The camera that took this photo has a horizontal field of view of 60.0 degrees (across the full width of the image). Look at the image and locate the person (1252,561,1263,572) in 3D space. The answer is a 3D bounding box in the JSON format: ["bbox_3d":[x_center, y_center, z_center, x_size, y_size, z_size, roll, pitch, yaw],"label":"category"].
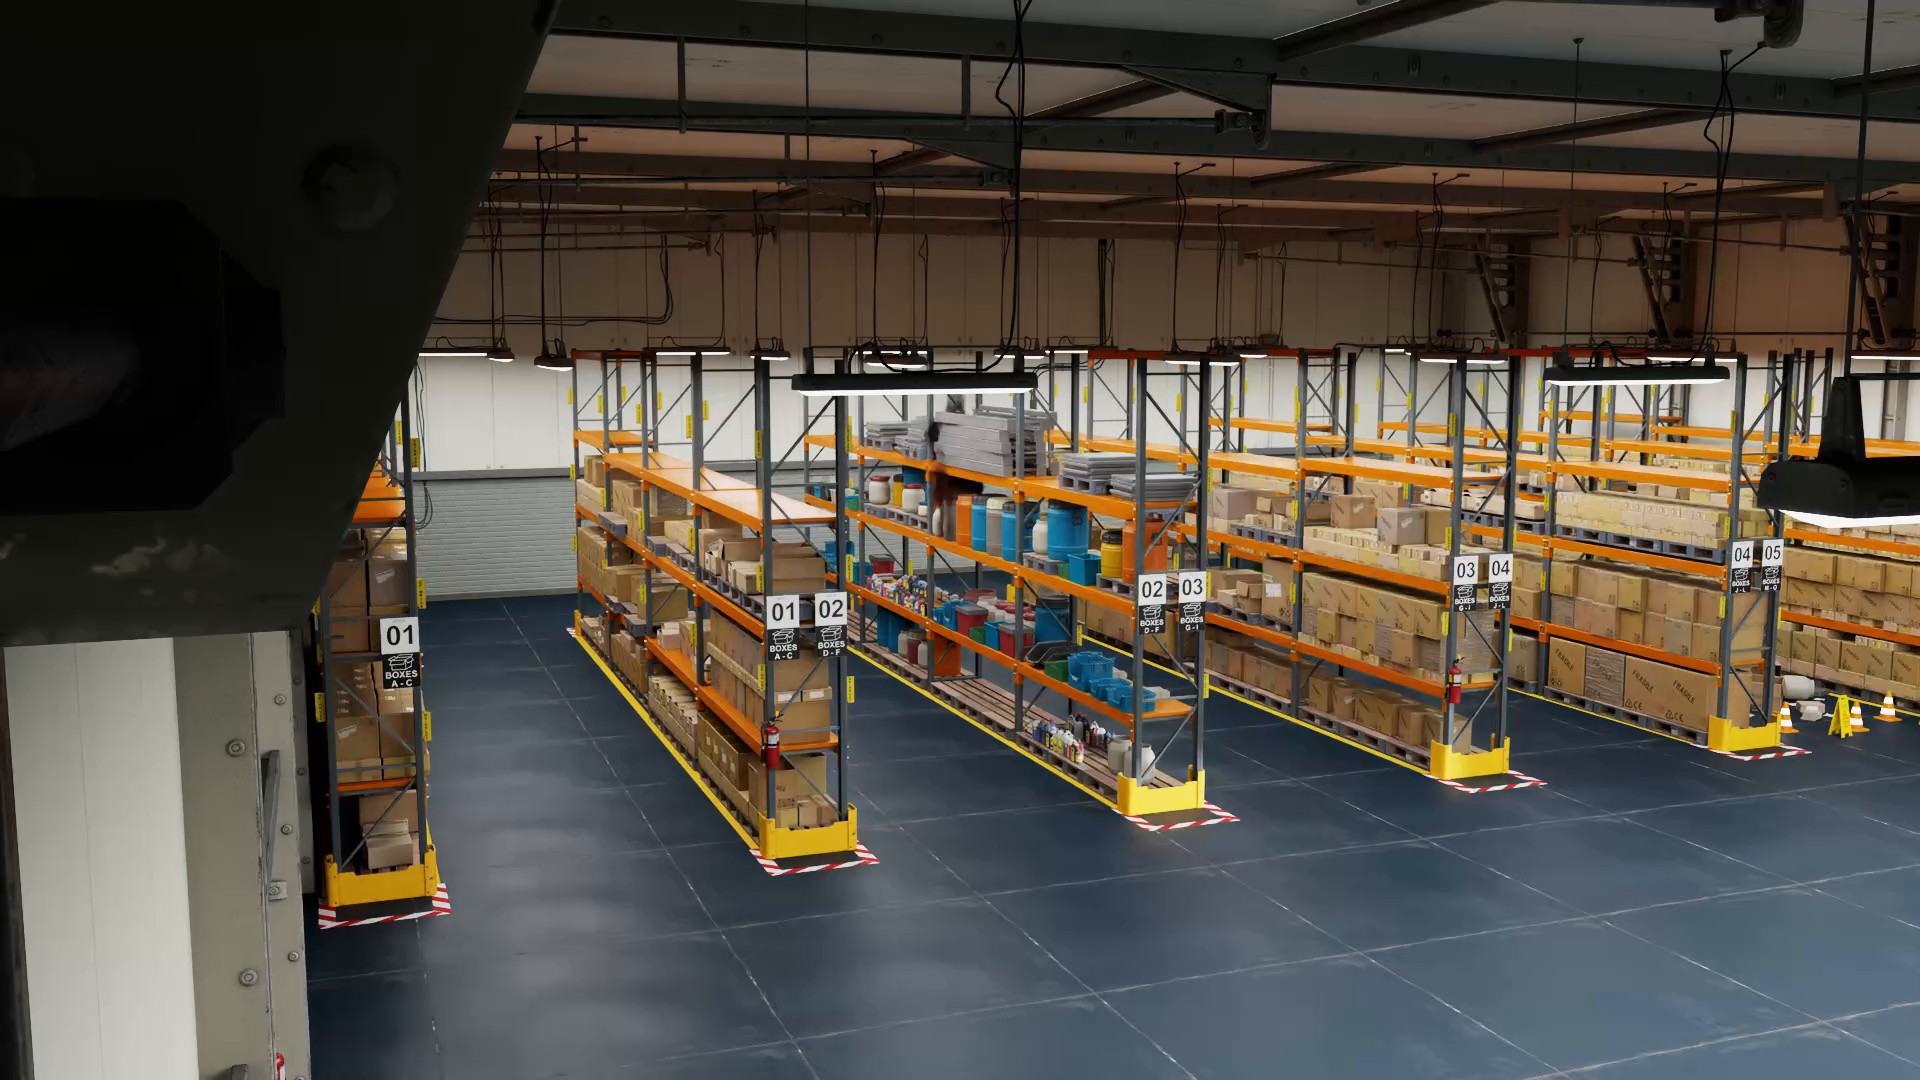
[{"bbox_3d":[7.449,0.380,41.133,0.726,1.757,0.716,5,8,33],"label":"person"}]
